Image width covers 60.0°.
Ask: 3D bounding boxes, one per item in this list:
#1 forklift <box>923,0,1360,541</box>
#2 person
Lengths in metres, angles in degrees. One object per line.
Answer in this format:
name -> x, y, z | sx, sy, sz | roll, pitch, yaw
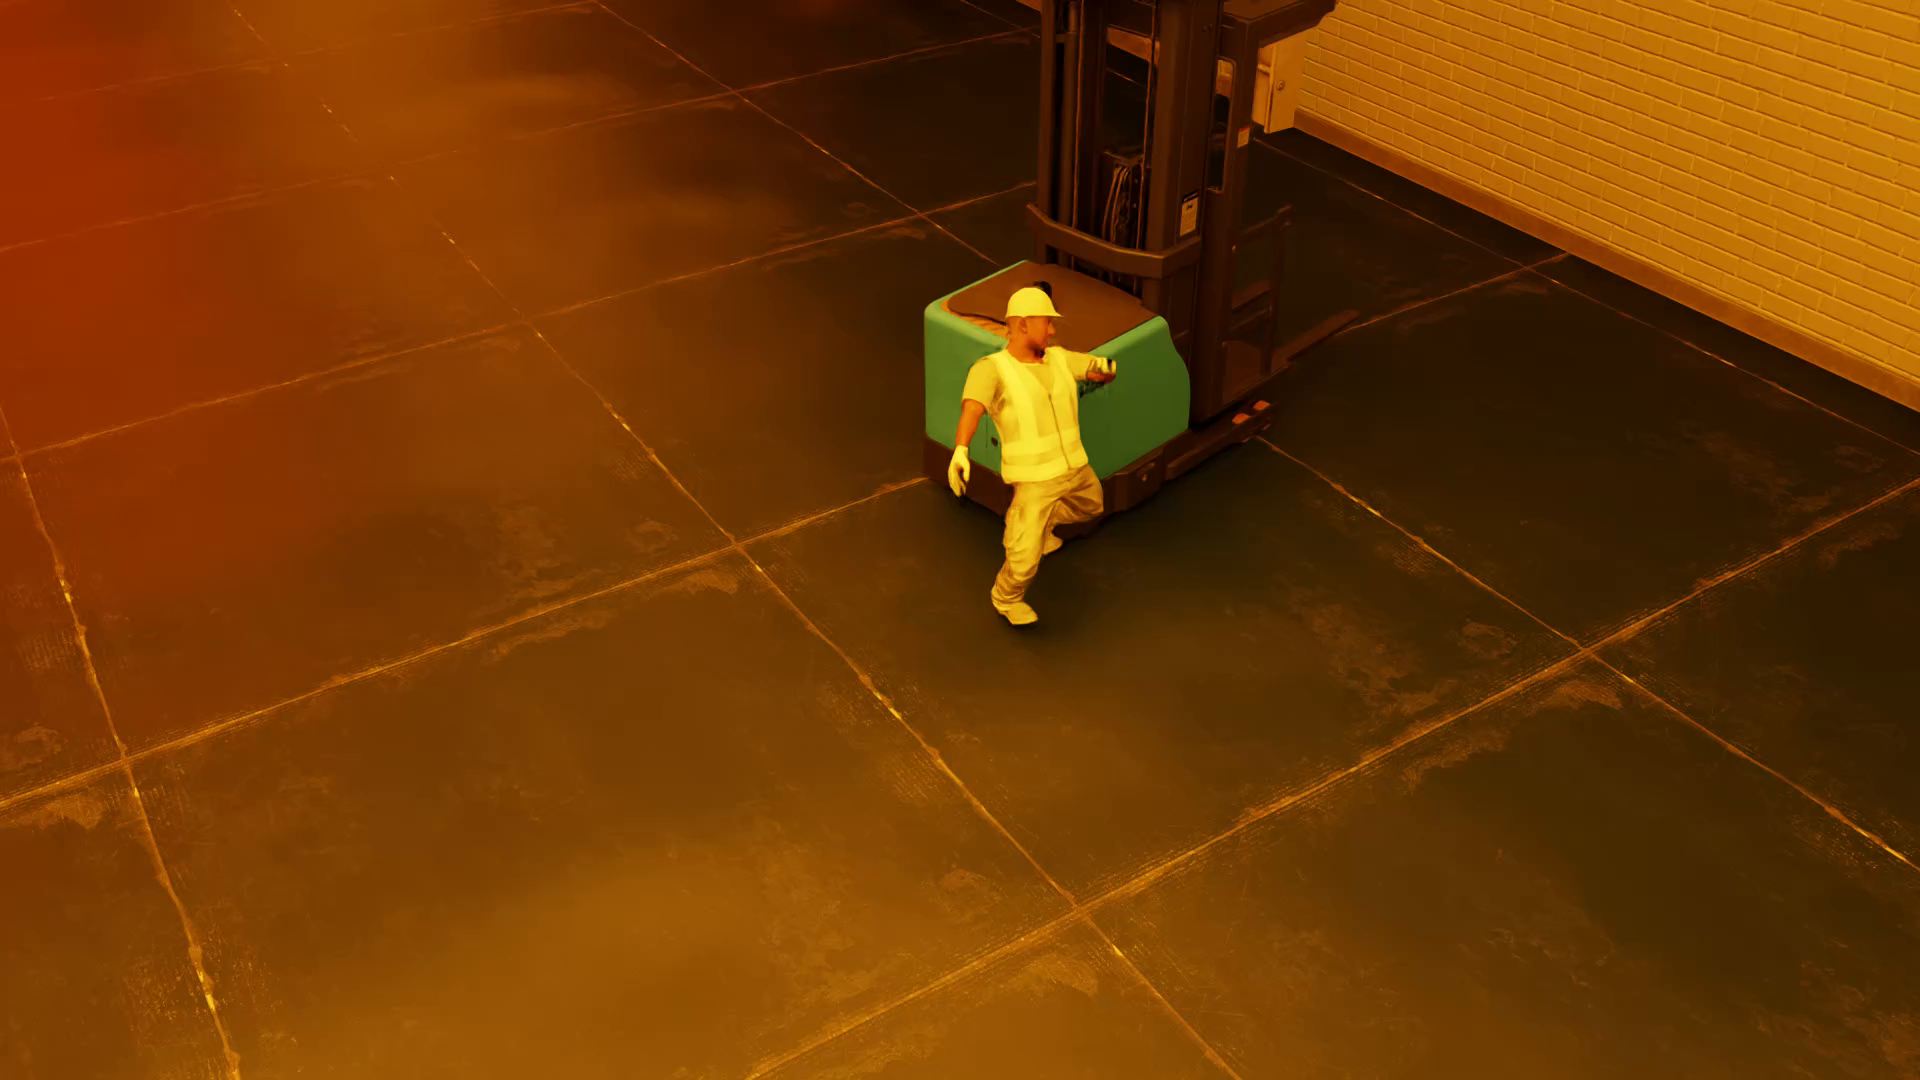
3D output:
forklift -> 1.189, -1.941, 8.910 | 1.130, 2.935, 3.031 | 29, 44, 35
person -> 0.293, -0.281, 7.737 | 0.782, 1.538, 1.079 | 29, 44, 34
